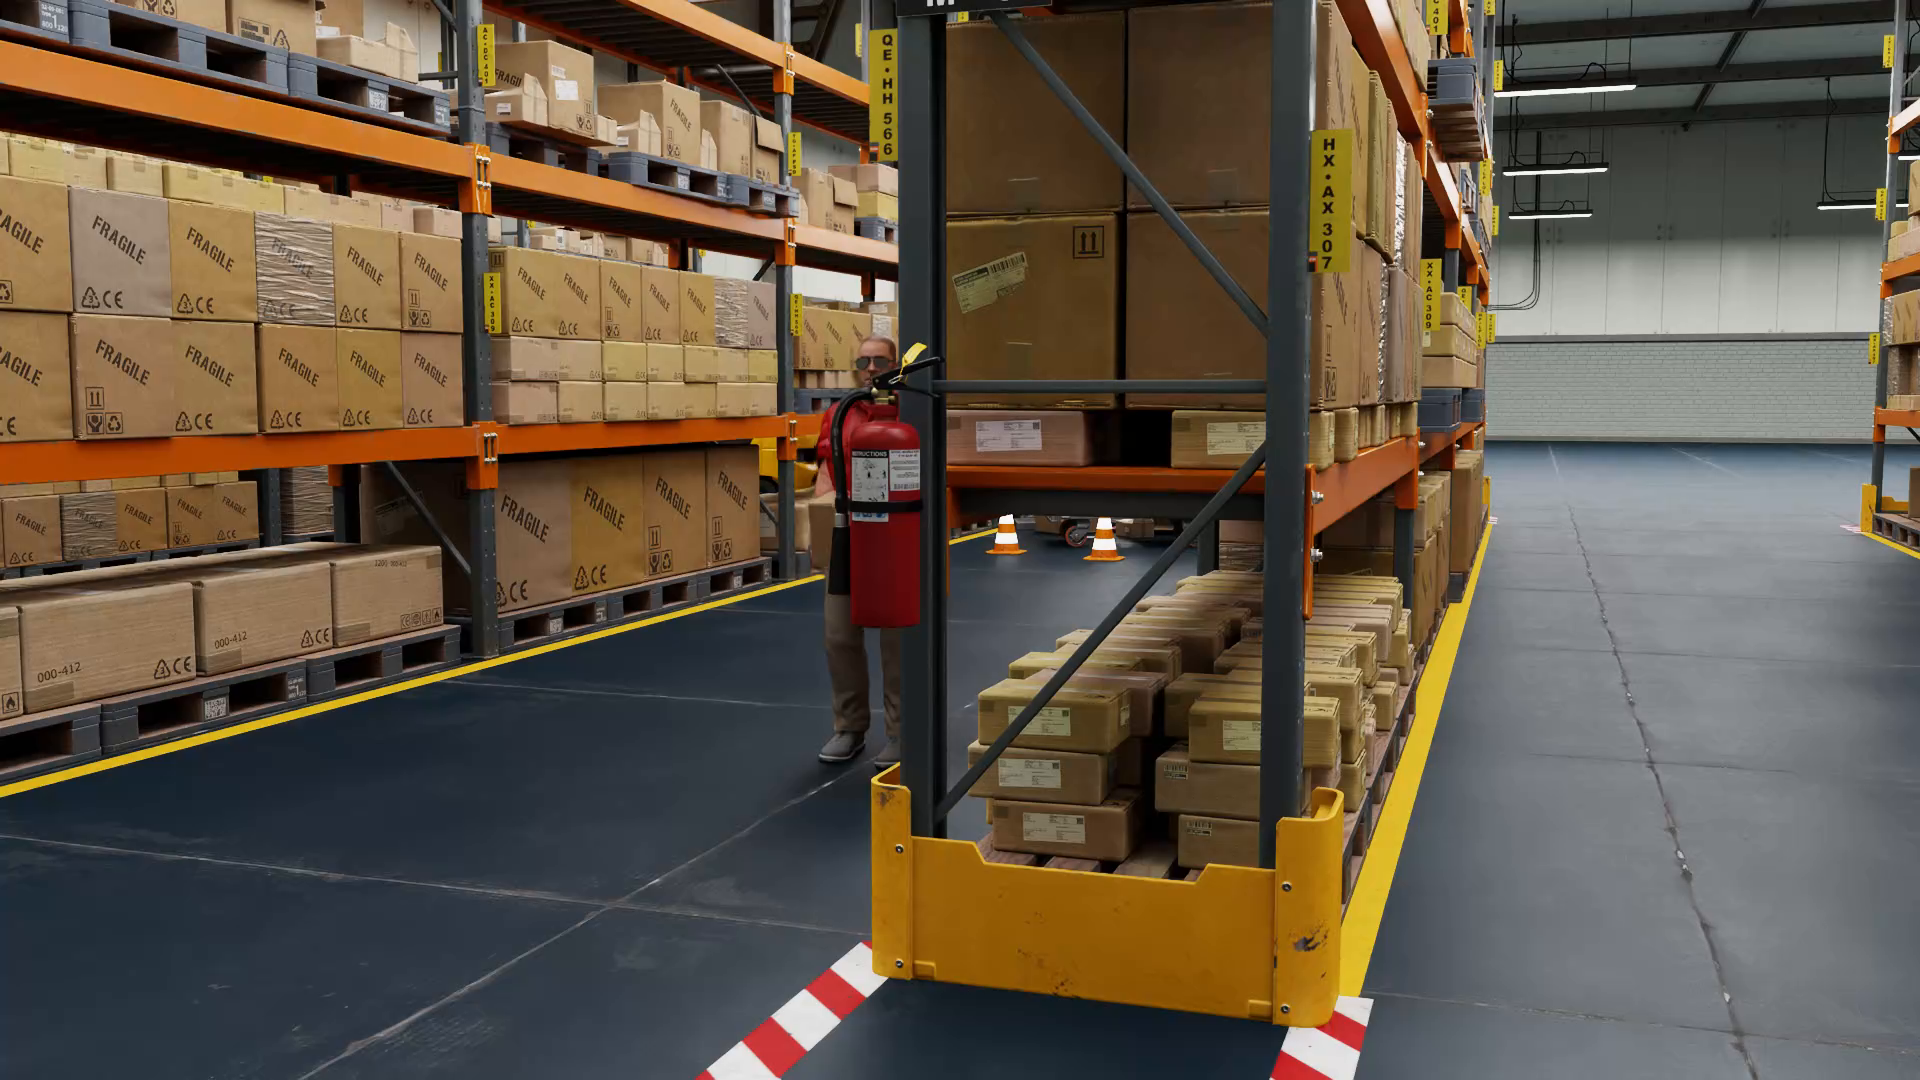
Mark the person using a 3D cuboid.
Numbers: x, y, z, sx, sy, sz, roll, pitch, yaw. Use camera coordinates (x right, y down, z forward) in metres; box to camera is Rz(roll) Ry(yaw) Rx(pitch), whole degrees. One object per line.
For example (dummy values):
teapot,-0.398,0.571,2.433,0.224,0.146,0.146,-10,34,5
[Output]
person,-0.353,0.043,6.674,0.489,1.726,0.553,2,5,17
